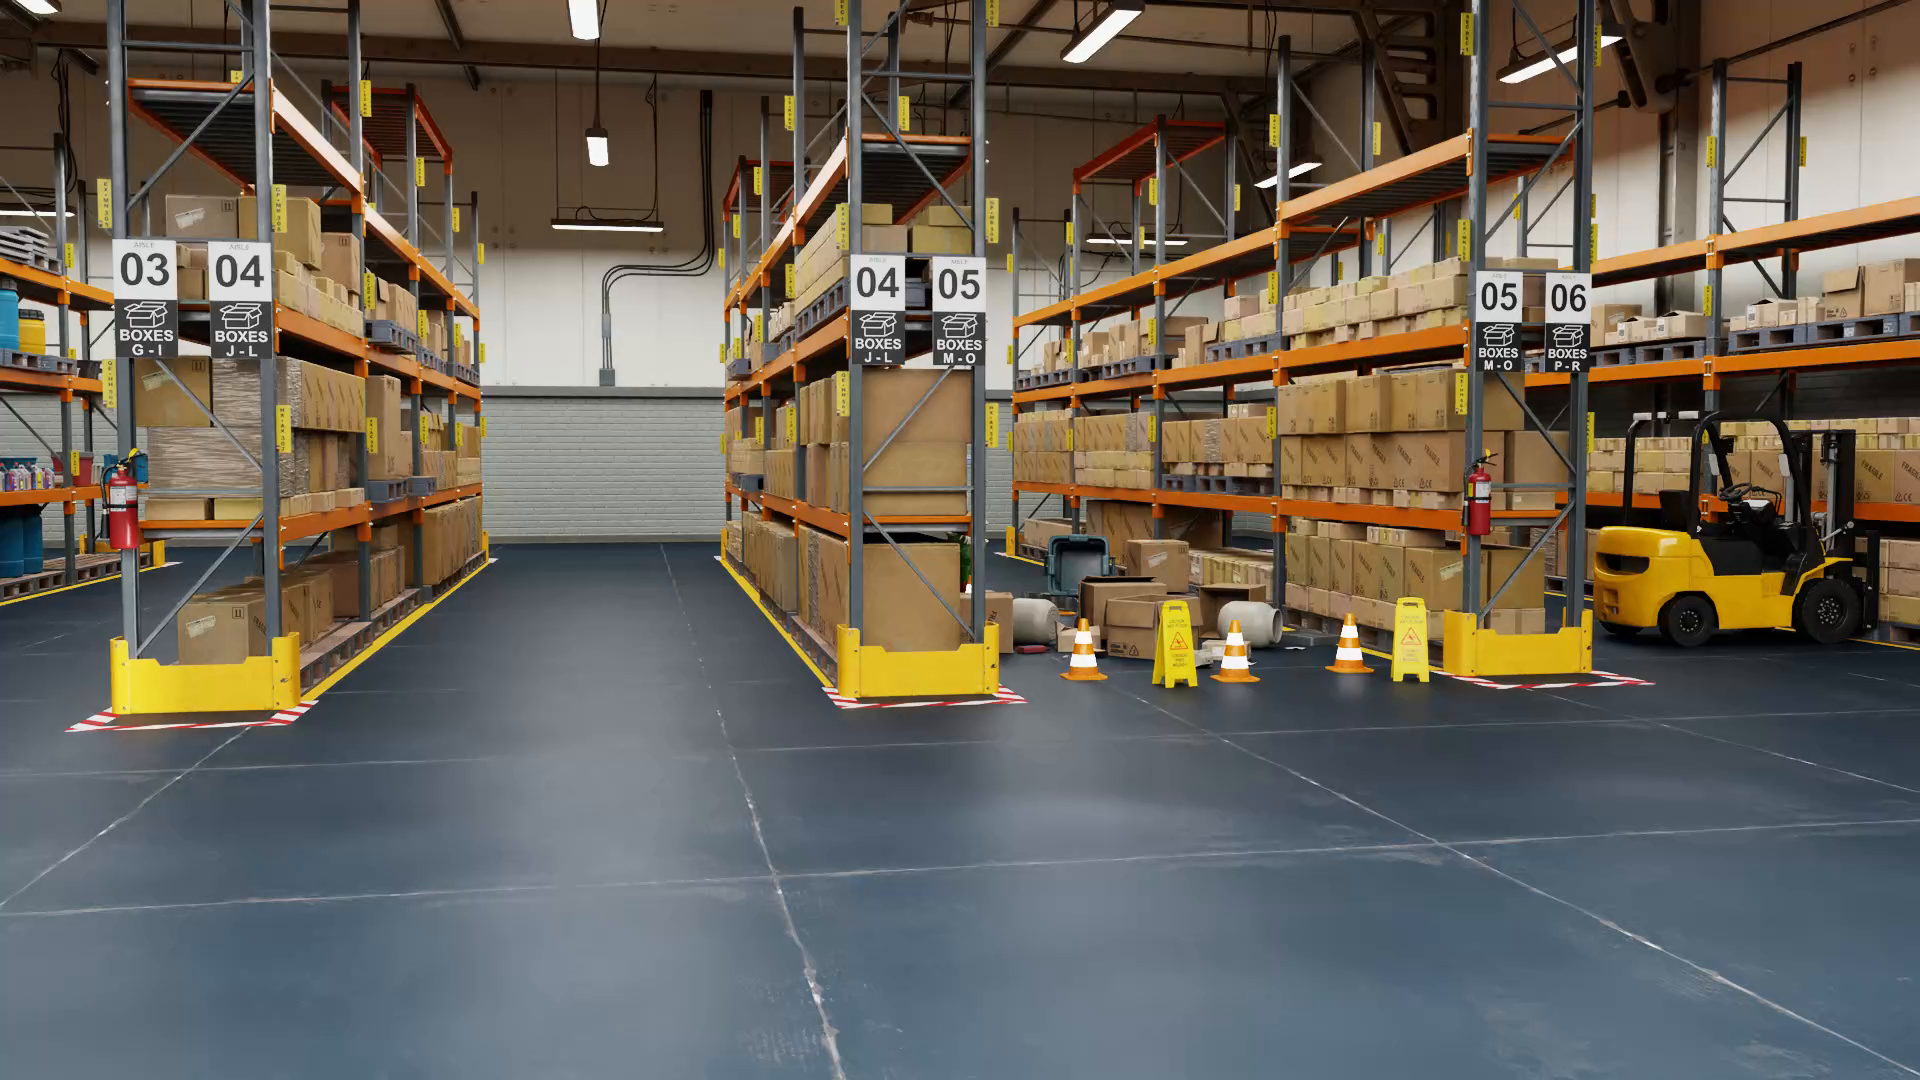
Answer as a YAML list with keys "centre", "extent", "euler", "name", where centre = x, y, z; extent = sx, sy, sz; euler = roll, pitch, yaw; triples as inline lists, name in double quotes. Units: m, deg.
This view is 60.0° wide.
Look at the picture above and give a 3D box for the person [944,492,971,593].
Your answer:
- centre: [0.065, -0.082, 18.256]
  extent: [0.561, 1.786, 0.638]
  euler: [-1, 3, -11]
  name: "person"
